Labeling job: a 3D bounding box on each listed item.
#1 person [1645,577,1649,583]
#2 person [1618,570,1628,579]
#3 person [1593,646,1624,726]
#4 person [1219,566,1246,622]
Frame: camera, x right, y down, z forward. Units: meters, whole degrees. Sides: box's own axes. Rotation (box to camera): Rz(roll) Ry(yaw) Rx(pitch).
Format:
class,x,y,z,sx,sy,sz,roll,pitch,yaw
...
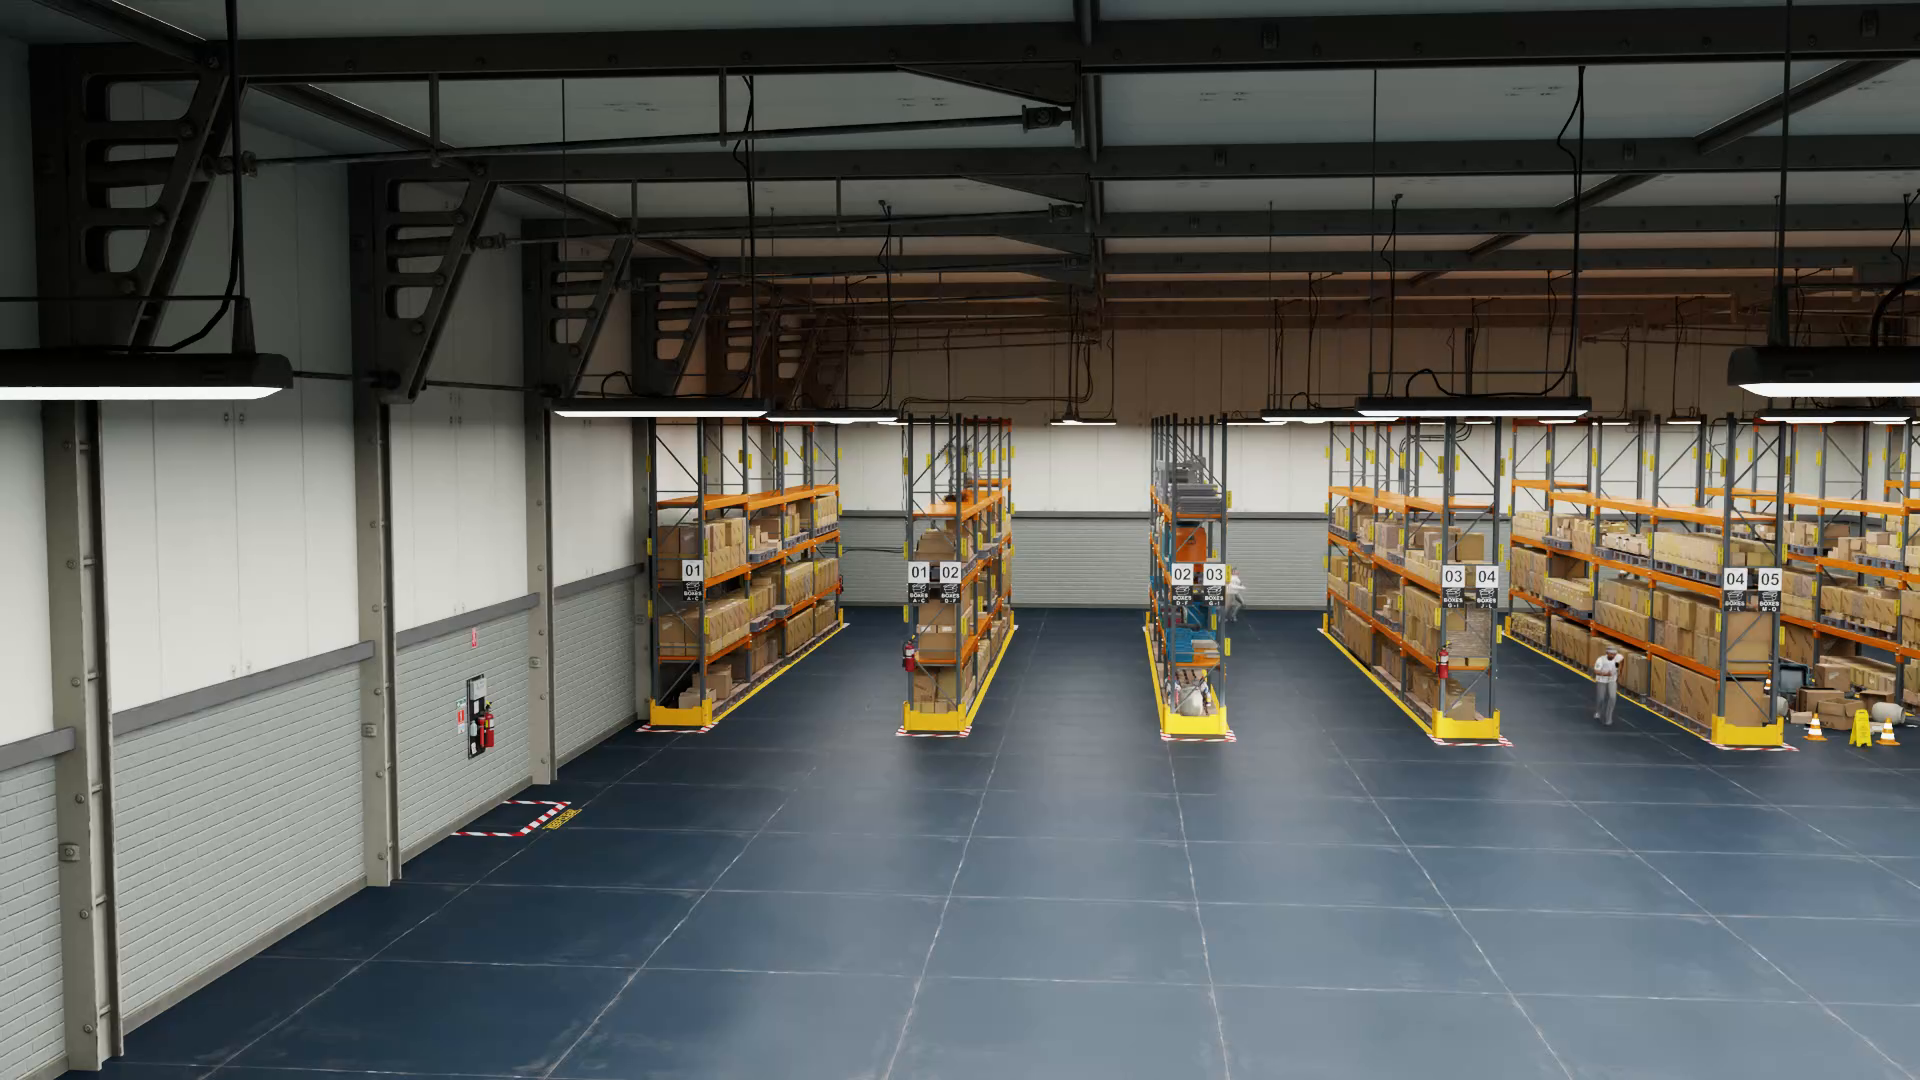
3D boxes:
class,x,y,z,sx,sy,sz,roll,pitch,yaw
person,19.515,1.751,47.180,0.688,1.621,0.505,0,4,5
person,18.887,1.693,47.124,0.810,1.739,0.684,0,4,7
person,12.543,2.807,32.224,0.614,1.594,0.960,0,4,6
person,8.063,1.580,48.952,0.819,1.662,0.625,2,4,31
